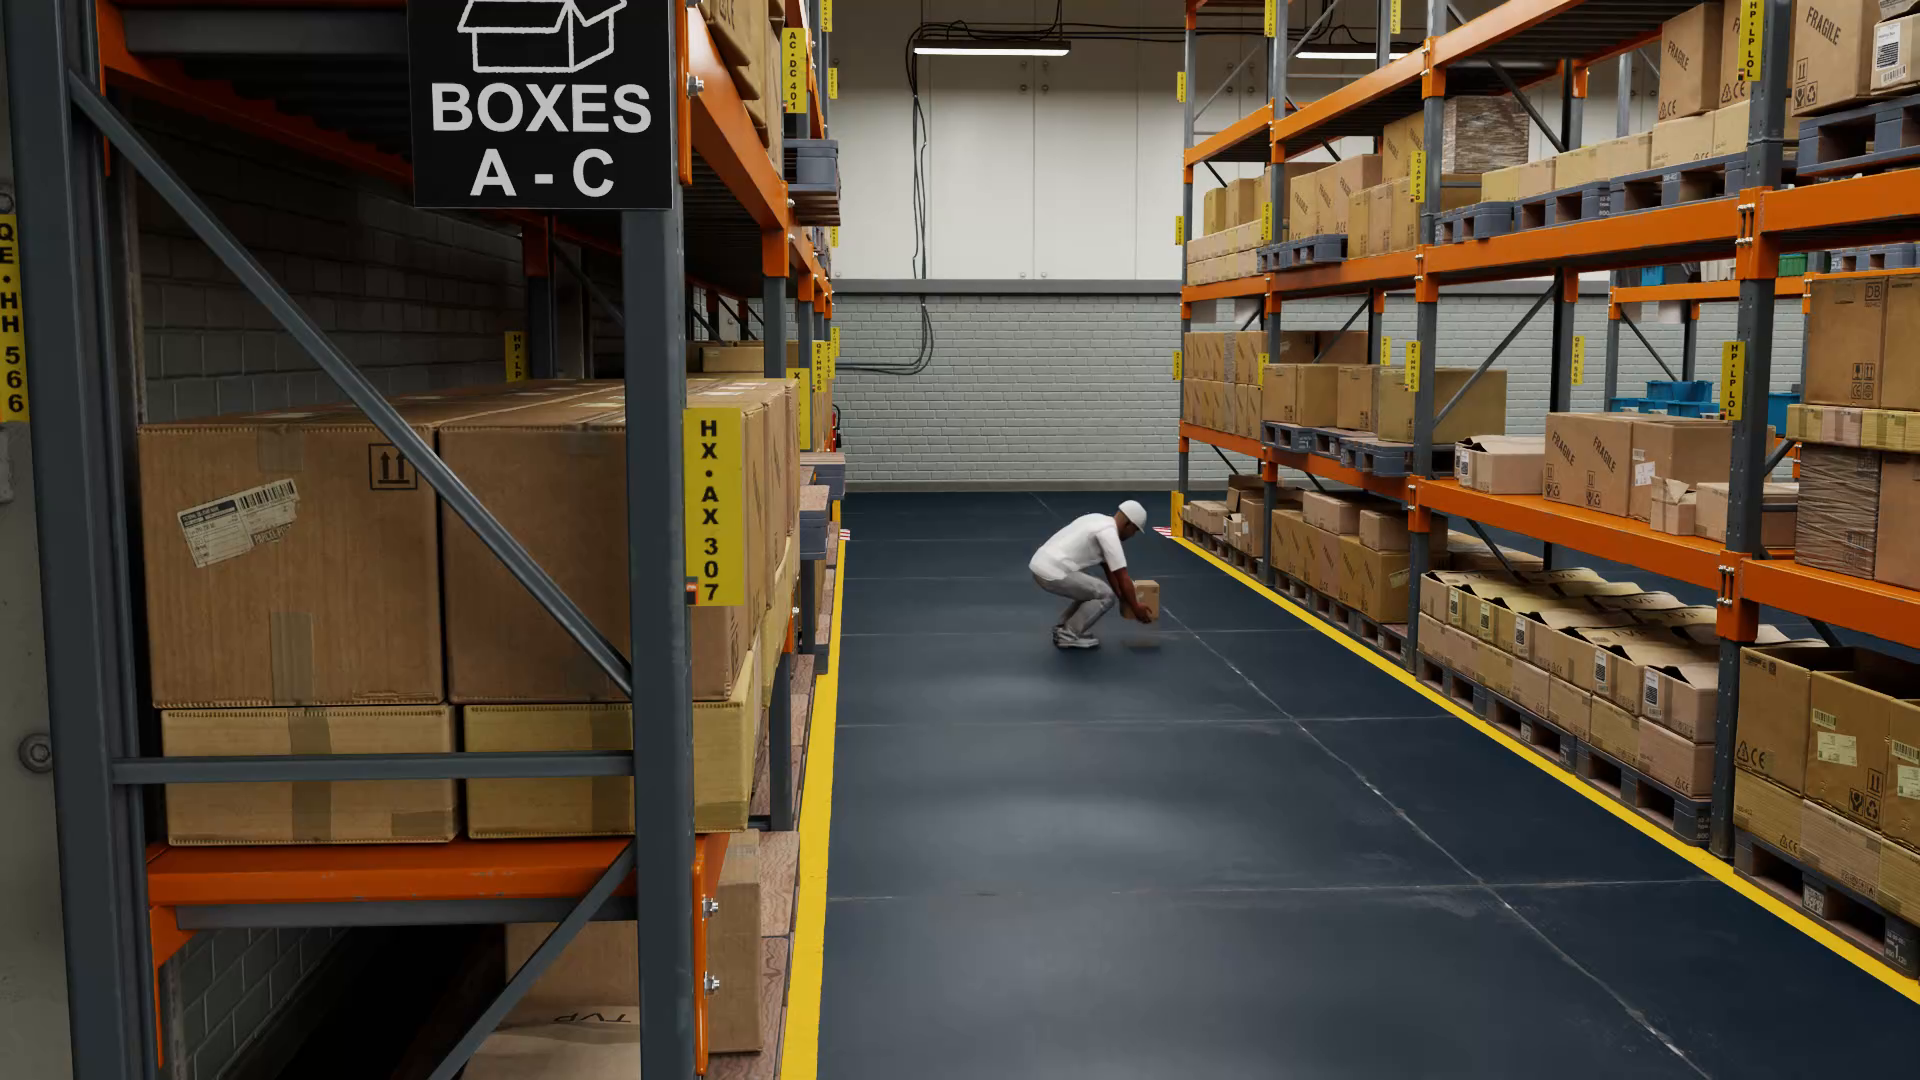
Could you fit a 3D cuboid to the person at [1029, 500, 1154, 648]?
[{"bbox_3d":[0.947,0.238,12.173,0.882,1.055,0.591,0,7,-4],"label":"person"}]
